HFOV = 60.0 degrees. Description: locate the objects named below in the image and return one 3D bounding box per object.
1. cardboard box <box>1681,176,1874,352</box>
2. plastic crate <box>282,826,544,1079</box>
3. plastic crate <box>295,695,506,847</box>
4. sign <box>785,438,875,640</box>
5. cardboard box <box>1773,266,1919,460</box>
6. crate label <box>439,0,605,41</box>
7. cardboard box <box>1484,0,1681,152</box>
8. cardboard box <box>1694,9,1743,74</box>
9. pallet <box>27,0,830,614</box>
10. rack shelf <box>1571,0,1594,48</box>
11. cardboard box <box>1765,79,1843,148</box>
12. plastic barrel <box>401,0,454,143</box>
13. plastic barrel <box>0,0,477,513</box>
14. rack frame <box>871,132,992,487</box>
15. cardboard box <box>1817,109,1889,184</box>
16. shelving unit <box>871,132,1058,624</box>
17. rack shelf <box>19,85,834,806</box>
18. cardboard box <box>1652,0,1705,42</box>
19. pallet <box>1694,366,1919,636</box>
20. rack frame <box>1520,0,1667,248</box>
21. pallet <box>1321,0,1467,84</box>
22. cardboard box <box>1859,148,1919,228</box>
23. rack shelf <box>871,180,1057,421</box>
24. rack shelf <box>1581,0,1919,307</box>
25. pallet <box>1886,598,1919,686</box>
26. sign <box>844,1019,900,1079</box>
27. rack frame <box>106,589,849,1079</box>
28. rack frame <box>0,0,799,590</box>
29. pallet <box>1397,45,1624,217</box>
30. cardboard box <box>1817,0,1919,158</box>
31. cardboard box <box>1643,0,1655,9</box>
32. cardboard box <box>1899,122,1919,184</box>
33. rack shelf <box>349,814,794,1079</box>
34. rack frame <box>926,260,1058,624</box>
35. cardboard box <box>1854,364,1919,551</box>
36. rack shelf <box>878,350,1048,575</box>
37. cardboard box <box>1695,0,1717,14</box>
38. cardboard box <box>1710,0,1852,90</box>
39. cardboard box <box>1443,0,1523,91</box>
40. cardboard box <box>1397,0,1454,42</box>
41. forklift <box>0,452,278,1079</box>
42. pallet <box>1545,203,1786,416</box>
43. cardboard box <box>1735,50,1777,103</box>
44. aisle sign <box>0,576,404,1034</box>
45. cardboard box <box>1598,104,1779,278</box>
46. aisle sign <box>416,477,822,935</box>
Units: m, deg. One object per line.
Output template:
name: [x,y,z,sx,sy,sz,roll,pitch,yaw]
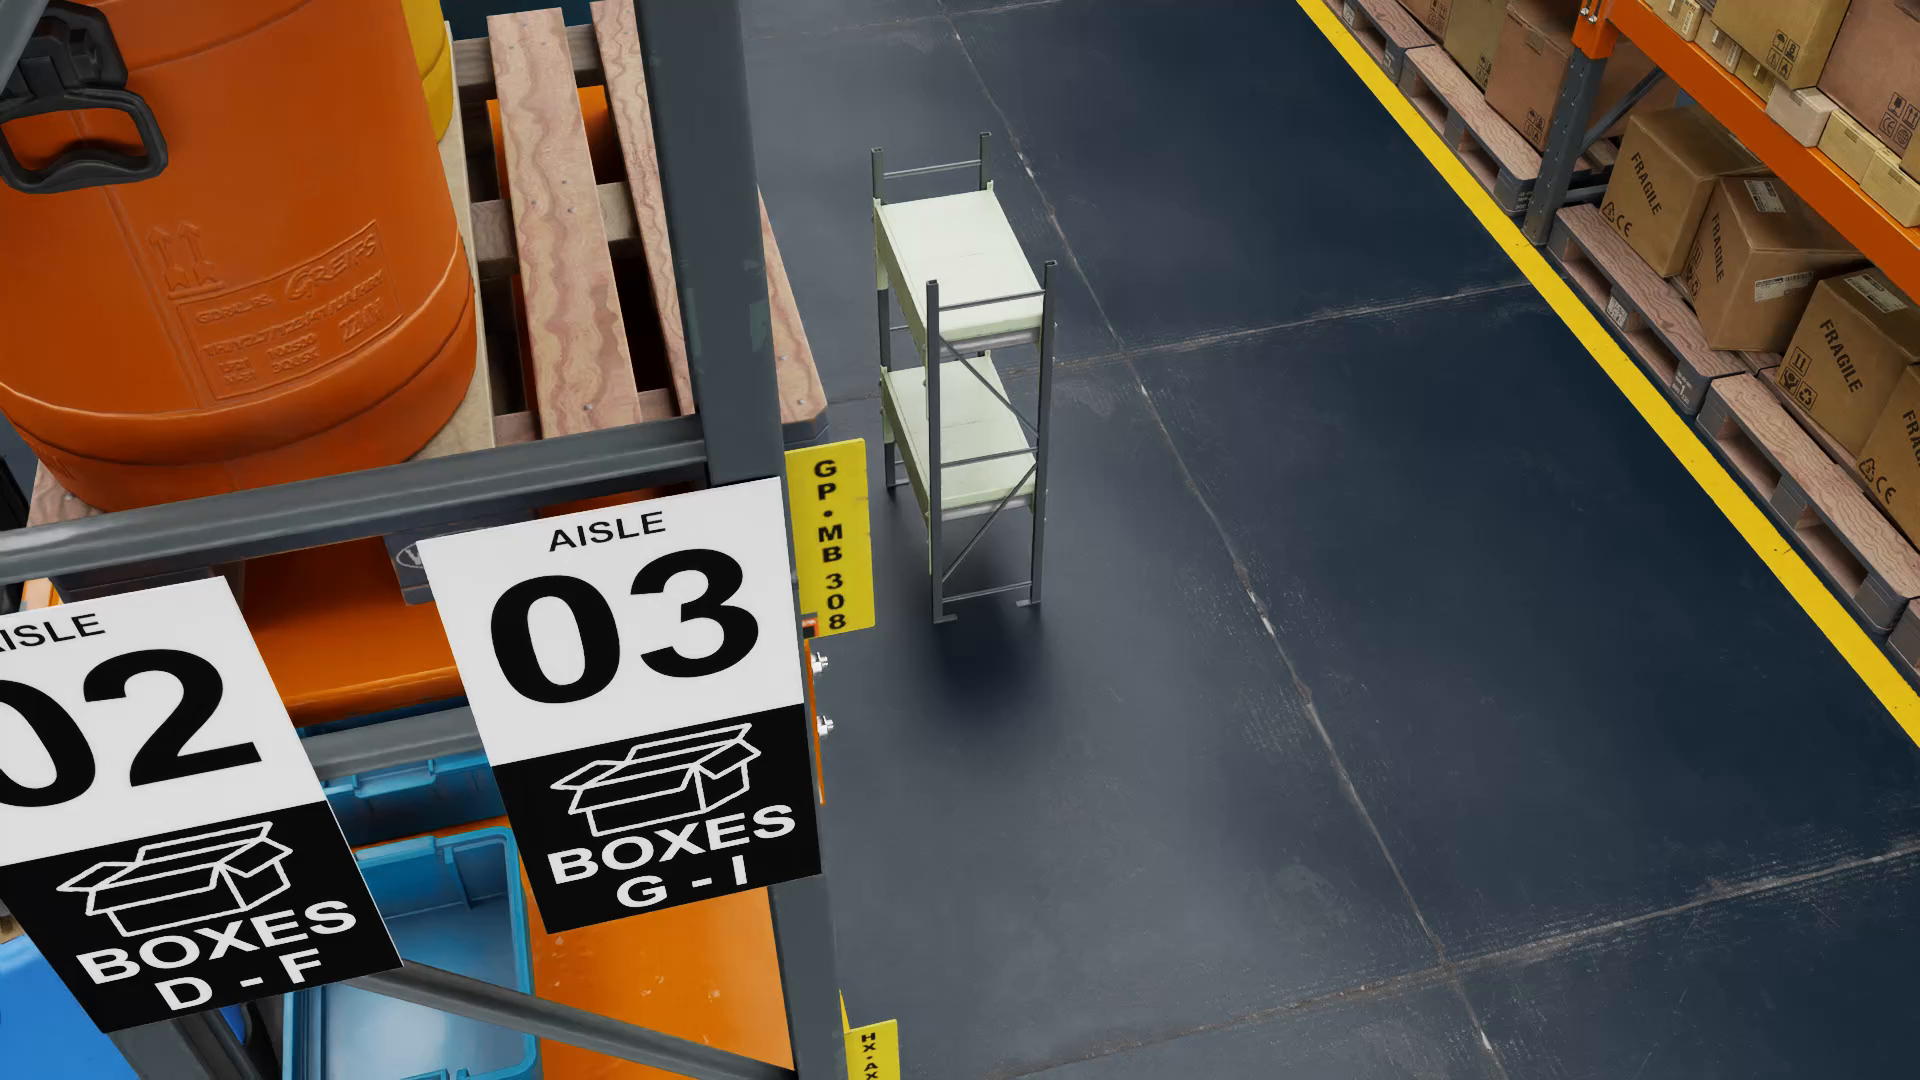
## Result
cardboard box: [3.290,-1.106,6.689,0.500,0.500,0.500,3,46,2]
plastic crate: [-1.109,0.917,3.355,0.499,0.251,0.616,-11,47,-10]
plastic crate: [-1.270,0.468,3.795,0.499,0.251,0.408,-11,47,-10]
sign: [-0.159,0.006,2.038,0.100,0.325,0.005,-11,47,-10]
cardboard box: [3.524,-0.691,6.283,0.500,0.500,0.500,-15,47,-14]
crate label: [-0.852,-1.194,3.324,0.502,0.251,0.408,-11,47,-10]
cardboard box: [2.935,-2.218,7.766,0.700,0.500,0.500,-14,47,-13]
cardboard box: [2.978,-1.877,6.165,0.380,0.149,0.250,-11,47,-10]
pallet: [-0.809,-0.417,2.590,1.003,0.211,1.213,-11,47,-10]
rack shelf: [2.560,-3.640,8.221,1.077,0.370,4.000,-11,47,-10]
cardboard box: [3.076,-1.526,5.821,0.380,0.149,0.250,-11,47,-10]
plastic barrel: [-1.107,-0.870,2.477,0.600,0.588,0.600,0,46,0]
plastic barrel: [-0.939,-0.503,1.948,0.600,0.830,0.708,-11,47,-10]
rack frame: [-0.092,-0.773,5.957,0.400,1.500,0.023,-11,47,-10]
cardboard box: [3.180,-1.361,5.660,0.380,0.149,0.250,-11,47,-10]
shelving unit: [0.002,-0.520,5.710,0.431,1.500,0.755,-11,47,-10]
rack shelf: [-1.204,-1.023,3.556,1.077,0.370,4.000,-11,47,-10]
cardboard box: [2.888,-2.045,6.330,0.380,0.149,0.250,-11,47,-10]
pallet: [3.594,-0.234,6.331,1.003,0.211,1.213,-11,47,-10]
rack frame: [3.072,-2.511,6.611,1.000,3.000,0.127,-11,47,-10]
pallet: [2.555,-2.916,8.960,1.003,0.211,1.213,-11,47,-10]
cardboard box: [3.233,-1.187,5.488,0.380,0.149,0.250,-11,47,-10]
rack shelf: [0.002,-0.793,5.431,0.431,0.370,0.720,-11,47,-10]
rack shelf: [3.584,-0.878,5.514,1.077,0.370,4.000,-11,47,-10]
pallet: [3.903,0.607,5.508,1.003,0.211,1.213,-11,47,-10]
sign: [-0.159,0.962,3.013,0.100,0.325,0.005,-11,47,-10]
rack frame: [-0.692,1.156,3.017,1.000,3.000,0.127,-11,47,-10]
rack frame: [-0.692,-0.944,0.874,1.000,3.000,0.127,-11,47,-10]
pallet: [2.871,-2.072,8.133,1.003,0.211,1.213,-11,47,-10]
cardboard box: [3.447,-1.650,5.488,0.875,0.500,0.500,-11,47,-10]
cardboard box: [2.836,-2.220,6.501,0.380,0.149,0.250,-11,47,-10]
cardboard box: [3.535,-1.297,5.143,0.875,0.500,0.500,-11,47,-10]
rack shelf: [-1.204,0.027,4.627,1.077,0.370,4.000,-11,47,-10]
rack frame: [0.095,-0.268,5.462,0.400,1.500,0.023,-11,47,-10]
cardboard box: [3.624,-0.298,5.898,0.500,0.500,0.500,-7,46,-7]
rack shelf: [0.002,-0.292,5.943,0.431,0.370,0.720,-11,47,-10]
cardboard box: [3.127,-2.328,6.153,0.875,0.500,0.500,-11,47,-10]
cardboard box: [3.221,-1.977,5.809,0.875,0.500,0.500,-11,47,-10]
cardboard box: [2.832,-2.551,8.092,0.700,0.500,0.500,-11,47,-11]
cardboard box: [2.688,-2.937,8.470,0.700,0.500,0.500,-14,47,-14]
forklift: [-3.136,-0.144,4.339,1.130,2.935,3.031,-25,51,-22]
pallet: [3.278,-1.078,7.158,1.003,0.211,1.213,-11,47,-10]
cardboard box: [3.051,-1.706,5.998,0.380,0.149,0.250,-11,47,-10]
aisle sign: [-0.961,0.350,1.986,0.394,0.787,0.004,-11,47,-10]
cardboard box: [3.136,-1.500,7.076,0.500,0.500,0.500,-12,47,-12]
aisle sign: [-0.390,0.242,2.092,0.394,0.787,0.004,-11,47,-10]
